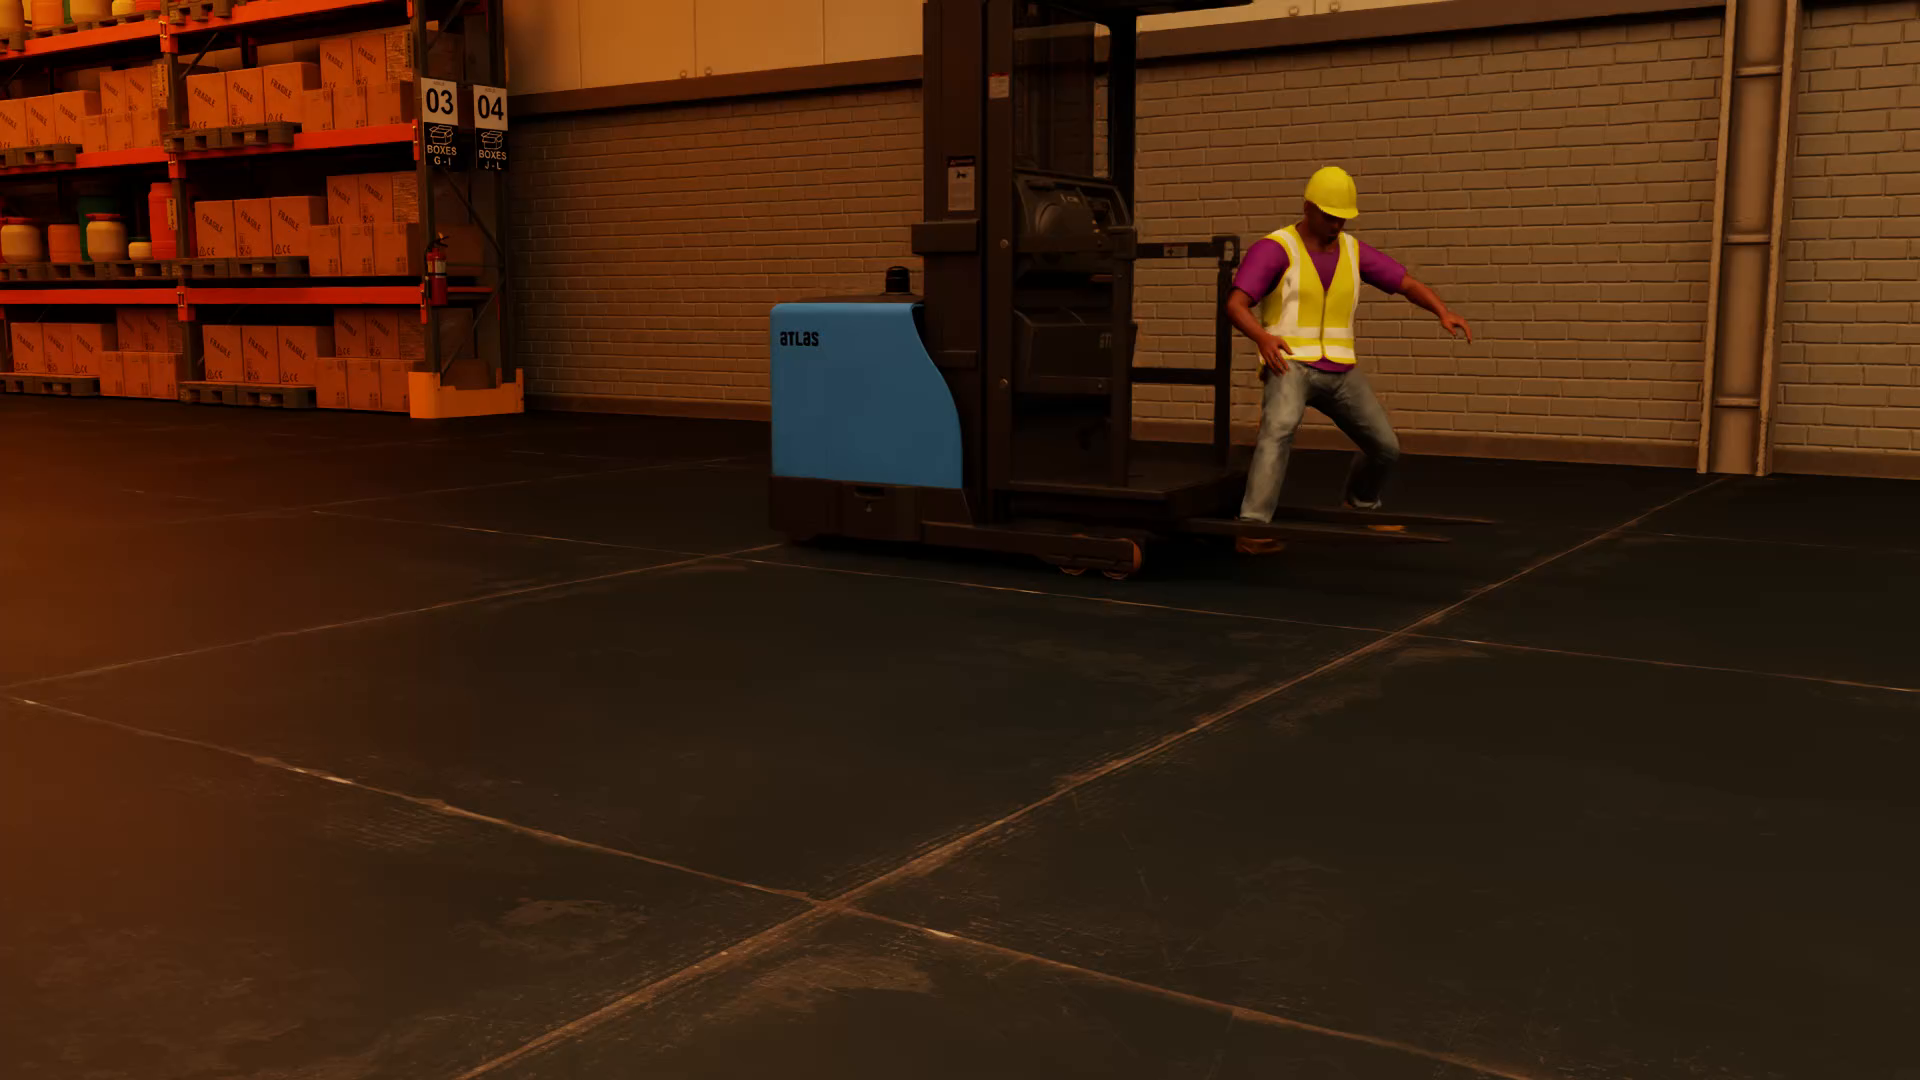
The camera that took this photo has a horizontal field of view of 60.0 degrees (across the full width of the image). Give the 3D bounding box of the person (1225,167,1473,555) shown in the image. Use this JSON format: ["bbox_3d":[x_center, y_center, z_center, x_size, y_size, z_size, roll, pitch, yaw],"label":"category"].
[{"bbox_3d":[1.558,-0.745,6.929,1.119,1.591,1.012,-2,8,-17],"label":"person"}]

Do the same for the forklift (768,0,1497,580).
[{"bbox_3d":[0.660,-1.380,6.897,3.031,2.935,1.130,5,10,32],"label":"forklift"}]
